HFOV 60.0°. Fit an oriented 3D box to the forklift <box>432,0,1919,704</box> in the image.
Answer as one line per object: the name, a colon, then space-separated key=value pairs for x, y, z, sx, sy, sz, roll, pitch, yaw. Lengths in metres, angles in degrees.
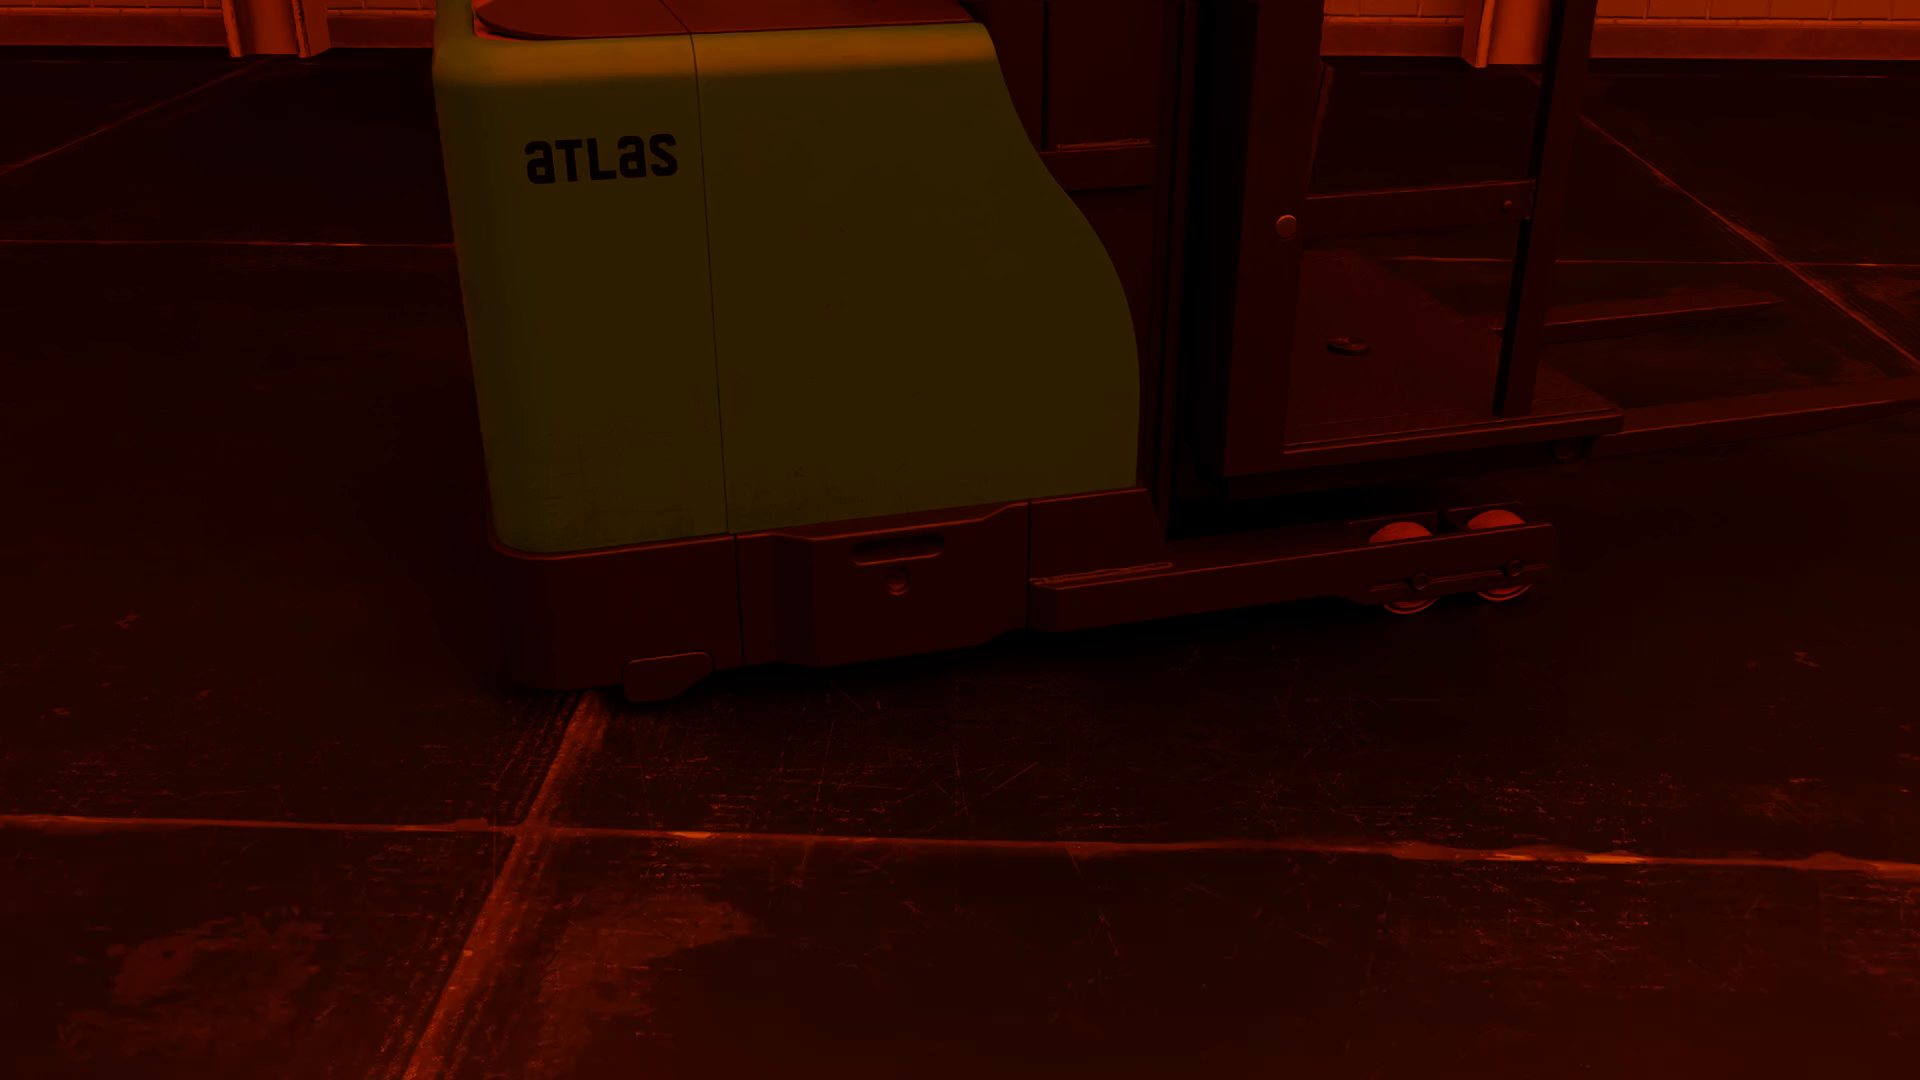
forklift: x=0.599 y=-1.396 z=2.850 sx=3.031 sy=2.935 sz=1.130 roll=-7 pitch=27 yaw=-14
